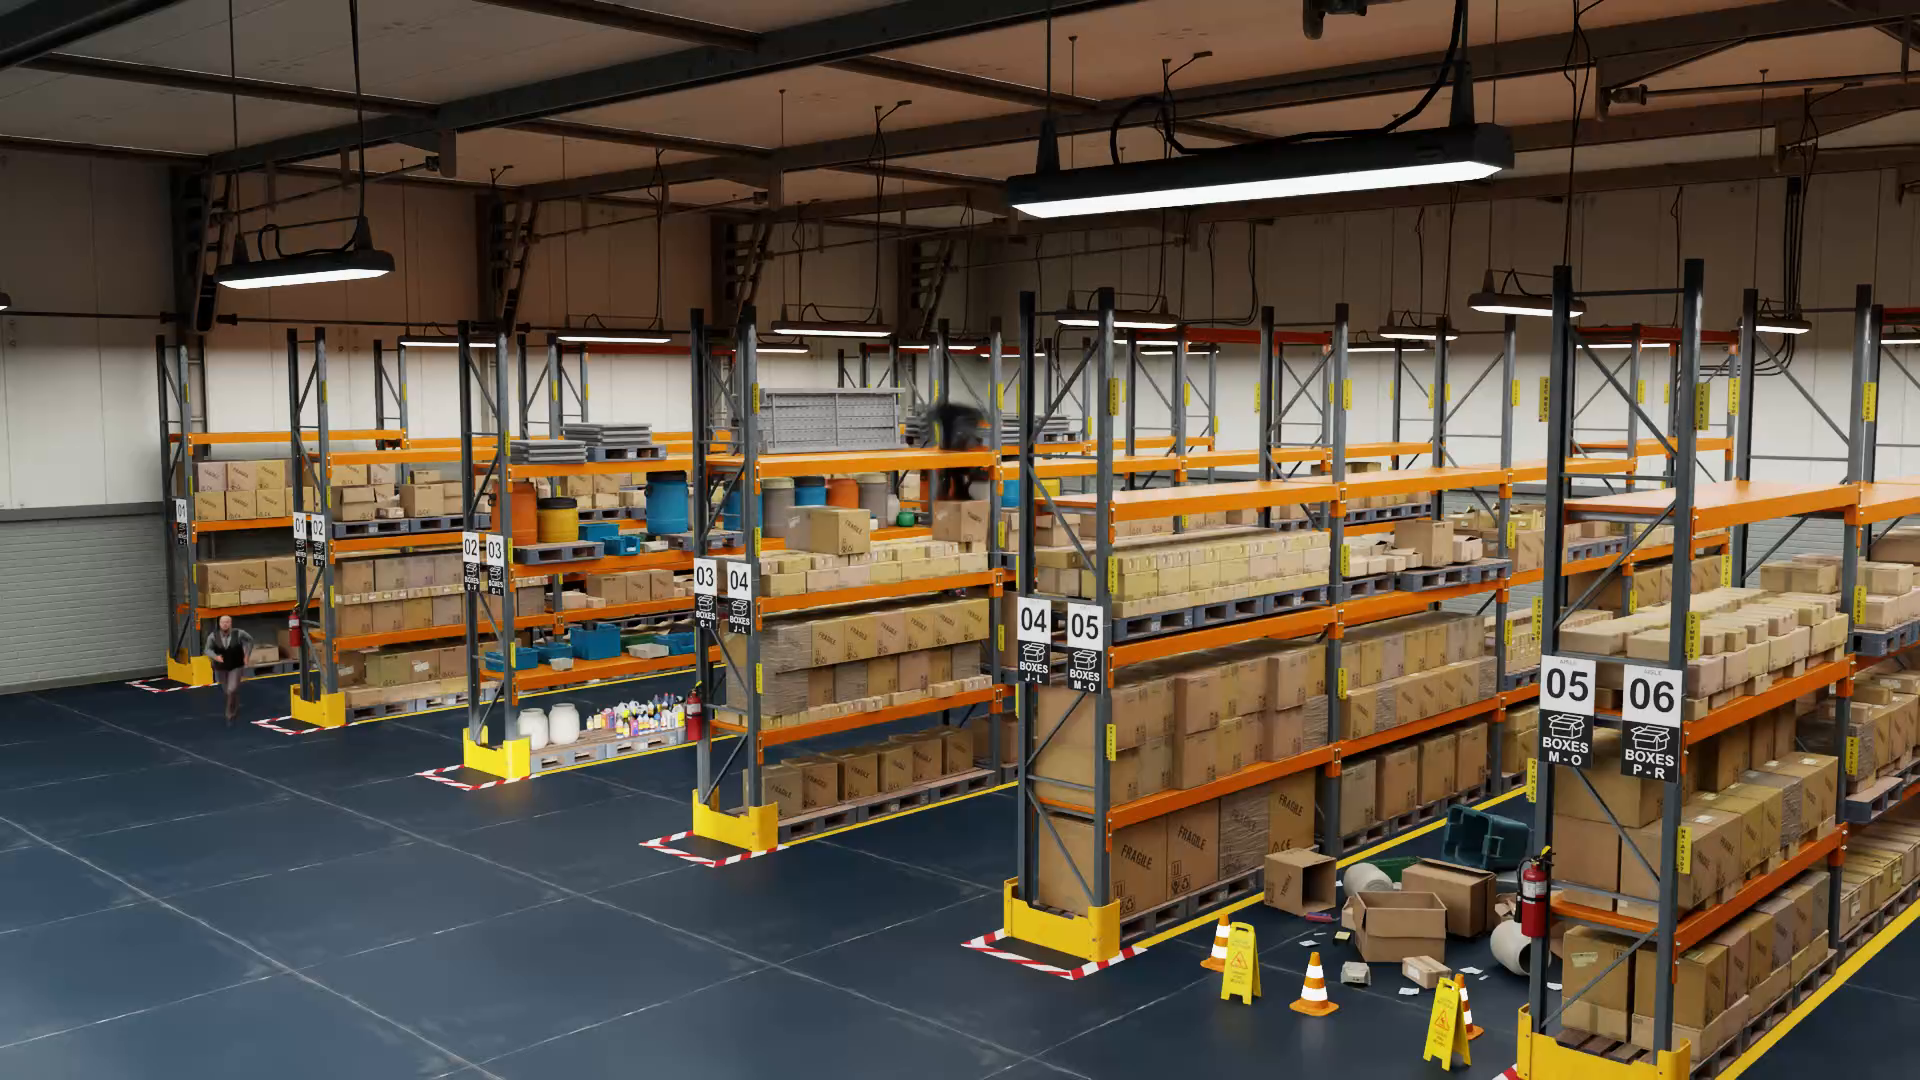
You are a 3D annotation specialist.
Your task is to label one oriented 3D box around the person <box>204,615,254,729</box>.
[{"bbox_3d":[-11.072,1.971,25.258,0.663,1.726,0.901,-1,5,-10],"label":"person"}]
